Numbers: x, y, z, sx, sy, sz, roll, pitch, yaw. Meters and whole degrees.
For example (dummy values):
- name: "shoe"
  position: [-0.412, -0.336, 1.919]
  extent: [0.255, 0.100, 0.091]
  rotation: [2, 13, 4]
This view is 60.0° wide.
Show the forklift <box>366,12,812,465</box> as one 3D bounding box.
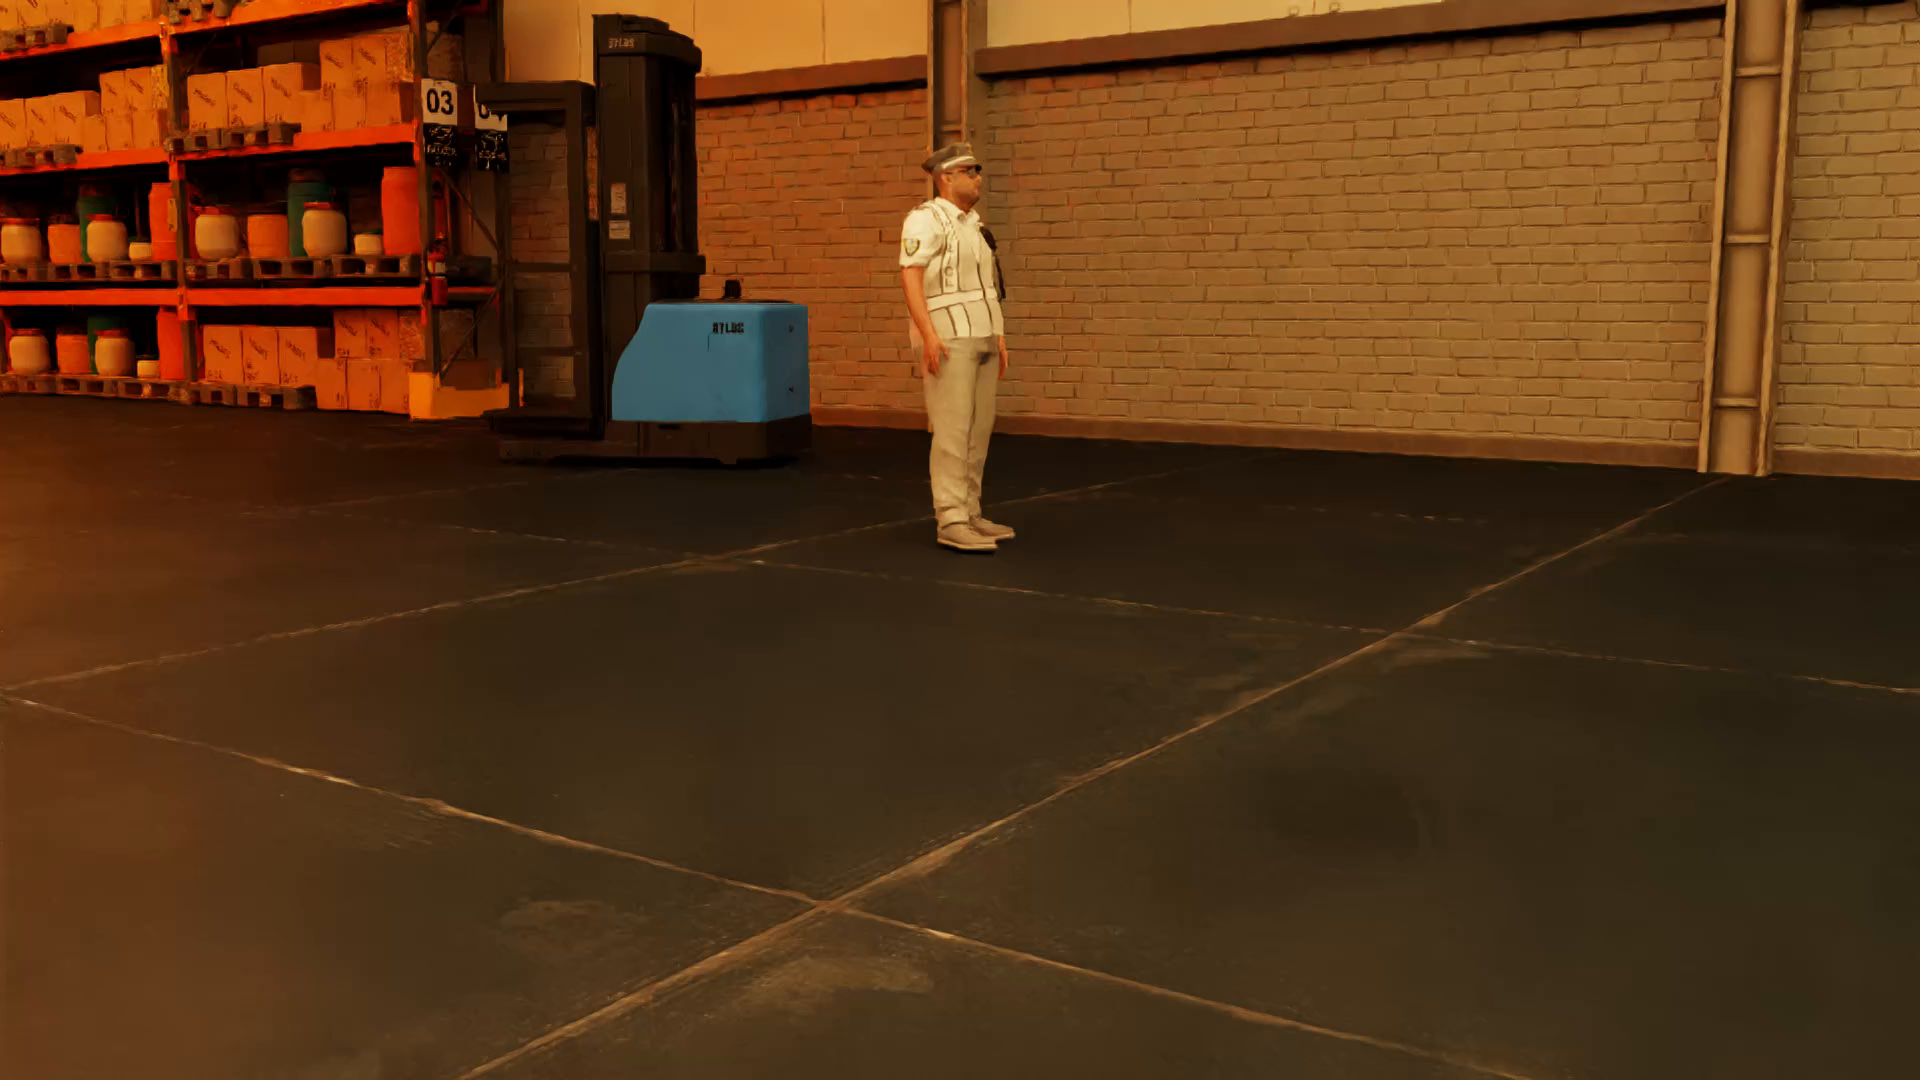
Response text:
- name: "forklift"
  position: [-2.615, -2.024, 11.430]
  extent: [3.031, 2.935, 1.130]
  rotation: [2, 8, 14]

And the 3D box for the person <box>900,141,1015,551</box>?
- name: "person"
  position: [0.058, -0.881, 7.424]
  extent: [0.574, 1.778, 0.640]
  rotation: [5, 10, 34]
